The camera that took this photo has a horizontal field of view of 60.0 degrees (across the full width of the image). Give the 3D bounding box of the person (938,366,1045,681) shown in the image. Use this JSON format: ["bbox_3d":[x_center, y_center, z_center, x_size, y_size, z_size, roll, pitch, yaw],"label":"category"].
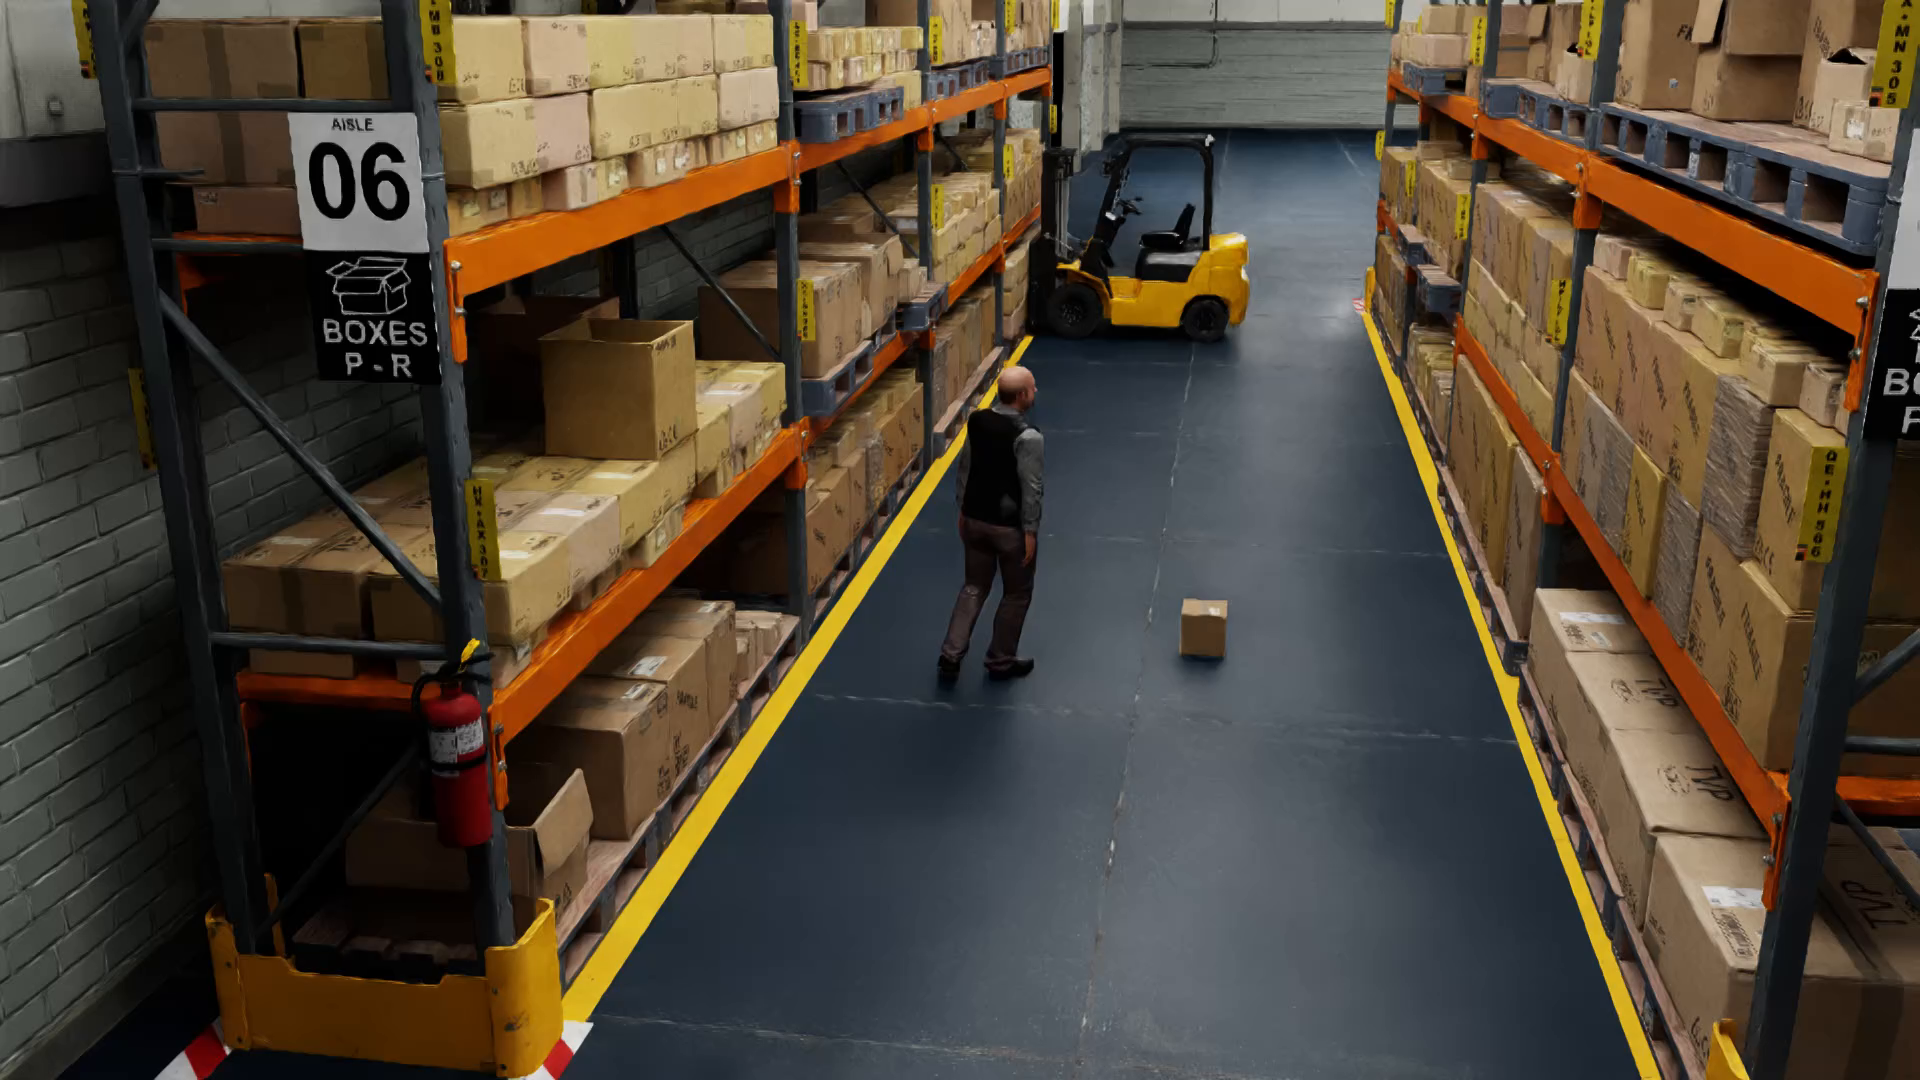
[{"bbox_3d":[0.173,-0.065,8.799,0.569,1.712,0.543,15,23,39],"label":"person"}]
